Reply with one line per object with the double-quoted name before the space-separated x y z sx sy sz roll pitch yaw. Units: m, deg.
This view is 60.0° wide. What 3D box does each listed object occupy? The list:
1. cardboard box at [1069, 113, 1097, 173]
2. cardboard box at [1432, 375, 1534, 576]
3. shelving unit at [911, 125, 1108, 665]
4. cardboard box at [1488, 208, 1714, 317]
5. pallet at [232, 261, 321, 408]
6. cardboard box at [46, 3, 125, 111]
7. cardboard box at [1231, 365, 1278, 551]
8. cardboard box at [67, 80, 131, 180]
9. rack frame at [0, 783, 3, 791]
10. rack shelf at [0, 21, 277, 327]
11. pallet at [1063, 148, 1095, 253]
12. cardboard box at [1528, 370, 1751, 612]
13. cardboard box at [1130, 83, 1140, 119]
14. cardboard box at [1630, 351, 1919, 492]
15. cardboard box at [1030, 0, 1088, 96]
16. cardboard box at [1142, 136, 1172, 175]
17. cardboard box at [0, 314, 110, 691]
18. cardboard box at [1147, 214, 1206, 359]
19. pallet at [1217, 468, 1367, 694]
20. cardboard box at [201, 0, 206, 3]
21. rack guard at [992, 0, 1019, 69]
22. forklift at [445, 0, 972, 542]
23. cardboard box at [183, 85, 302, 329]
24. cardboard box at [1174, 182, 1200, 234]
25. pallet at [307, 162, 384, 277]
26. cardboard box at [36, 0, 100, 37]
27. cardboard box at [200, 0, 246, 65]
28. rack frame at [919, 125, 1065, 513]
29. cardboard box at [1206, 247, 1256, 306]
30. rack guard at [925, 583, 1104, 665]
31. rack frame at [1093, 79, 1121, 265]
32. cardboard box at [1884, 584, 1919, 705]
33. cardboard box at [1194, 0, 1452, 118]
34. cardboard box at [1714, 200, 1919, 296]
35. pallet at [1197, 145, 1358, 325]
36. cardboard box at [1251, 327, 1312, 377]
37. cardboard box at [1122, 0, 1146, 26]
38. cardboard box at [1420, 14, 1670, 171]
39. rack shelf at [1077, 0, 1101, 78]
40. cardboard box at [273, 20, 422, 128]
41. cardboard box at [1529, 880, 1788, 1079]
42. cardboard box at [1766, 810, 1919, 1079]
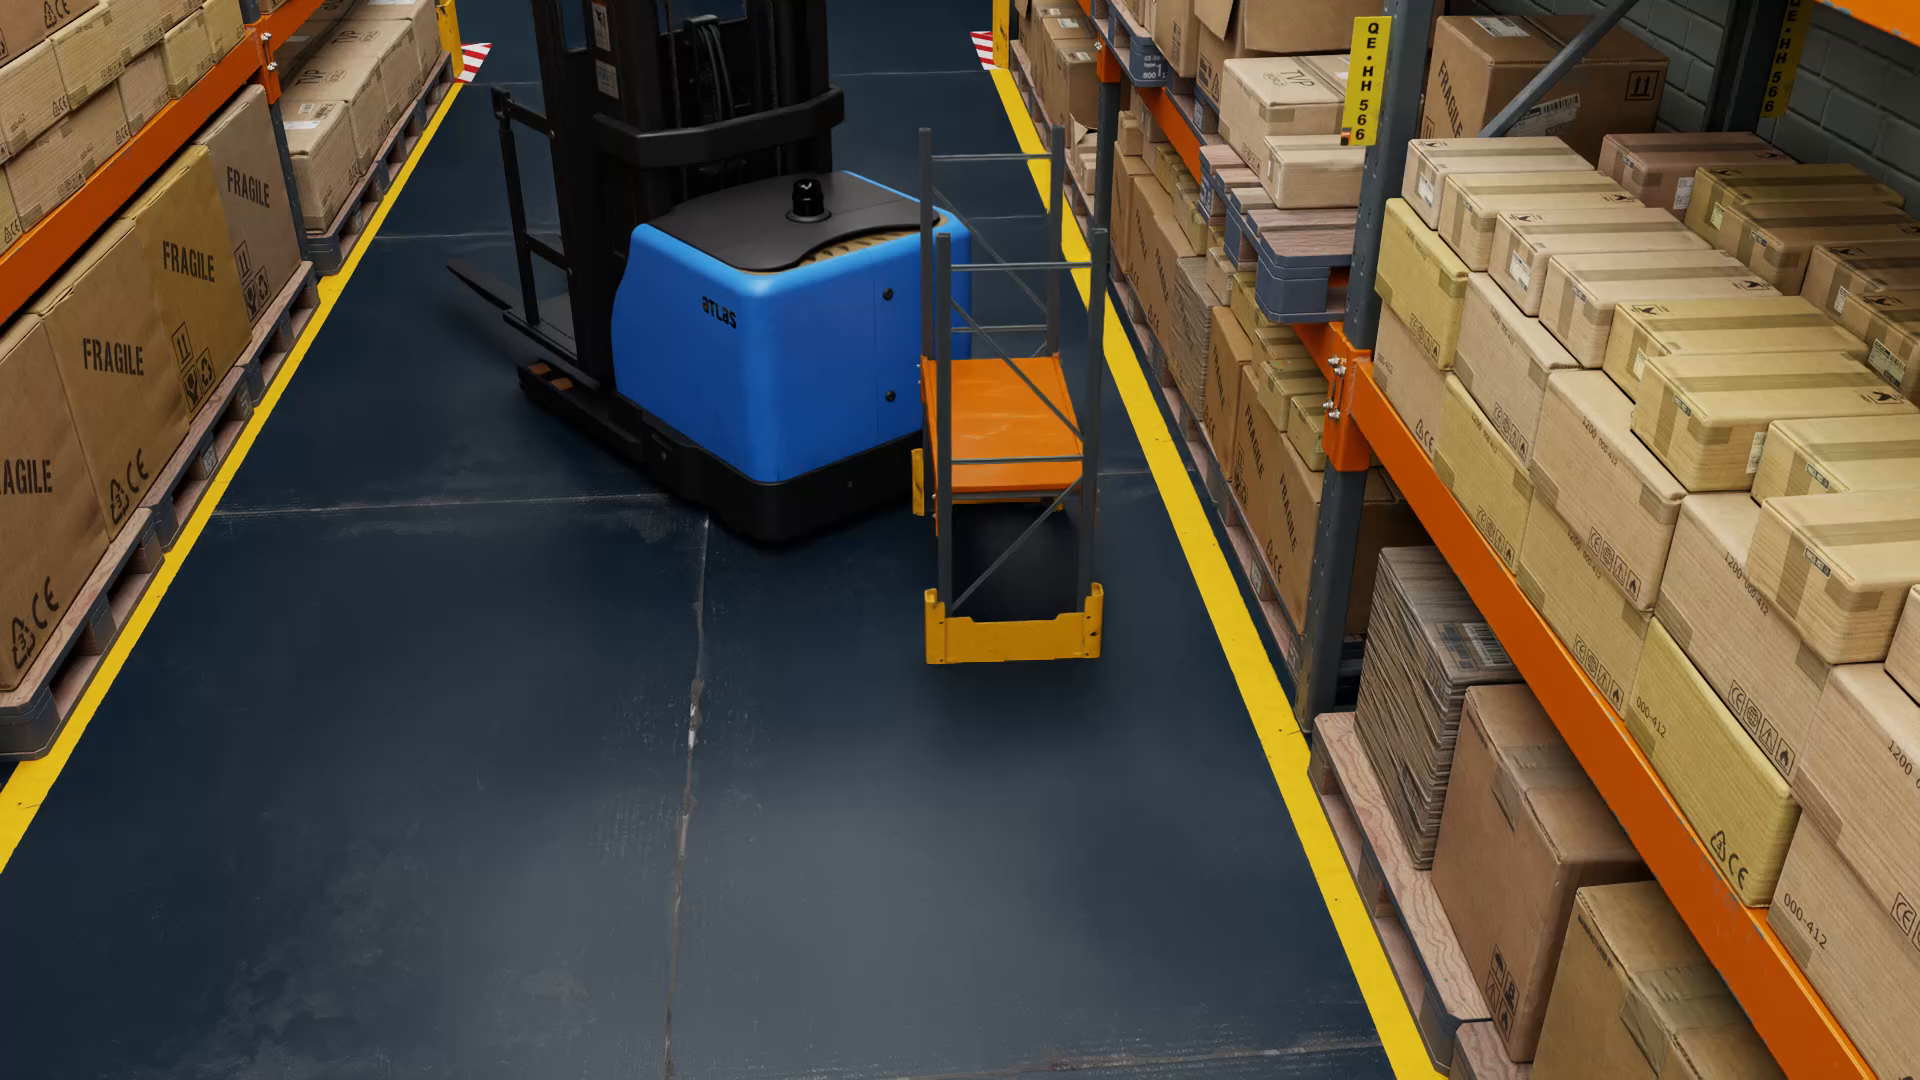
"cardboard box" 0.818 -2.229 9.313 0.396 0.266 0.258 -2 31 -3
"cardboard box" 1.410 -0.168 3.752 0.500 0.250 0.500 -3 31 -6
"shelving unit" 0.144 -0.511 5.644 0.587 1.500 1.083 -2 31 -3
"cardboard box" 1.382 -0.606 3.609 0.380 0.149 0.250 -2 31 -3
"pallet" -3.598 -0.942 7.622 1.003 0.211 1.213 -3 31 -5
"cardboard box" -3.289 -1.687 5.808 0.500 0.250 0.500 -2 31 -4
"cardboard box" 1.280 -0.296 5.848 0.500 0.500 0.500 -3 31 -5
"cardboard box" -3.325 -1.466 5.926 0.500 0.250 0.500 -3 31 -5
"rack frame" -3.372 -0.487 4.141 1.000 3.000 0.127 -3 31 -5
"rack shelf" -3.559 -1.200 6.035 1.077 0.370 4.000 -3 31 -5
"pallet" 1.133 -1.923 9.264 1.003 0.211 1.213 -3 31 -5
"cardboard box" 1.445 -0.115 3.177 0.500 0.250 0.500 -4 31 -6
"cardboard box" 1.025 -2.090 7.929 0.380 0.149 0.250 -3 31 -5
"cardboard box" 1.437 -0.213 2.952 0.380 0.149 0.250 -2 31 -4
"cardboard box" 0.826 -3.164 10.650 0.700 0.500 0.500 -2 31 -3
"cardboard box" 1.068 -1.821 7.770 0.380 0.149 0.250 -4 31 -6
"cardboard box" -3.354 -0.112 5.175 0.875 0.875 0.875 -3 31 -5
"cardboard box" 1.119 -1.092 7.182 0.500 0.500 0.500 -4 31 -6
"pallet" 1.538 0.087 5.899 1.003 0.211 1.213 -3 31 -5
"cardboard box" -3.462 -2.466 7.113 0.500 0.250 0.500 -3 31 -5
"rack guard" 0.829 -3.700 11.956 1.175 0.500 0.348 -3 31 -5
"forklift" -1.272 -1.935 6.631 1.130 2.935 3.031 -23 38 -34
"cardboard box" -3.608 -1.485 7.474 0.875 0.875 0.875 -2 31 -3
"cardboard box" 1.128 -1.422 7.102 0.380 0.149 0.250 -3 31 -5
"pallet" -3.739 -1.725 8.931 1.003 0.211 1.213 -3 31 -5
"cardboard box" -3.307 -1.999 5.598 0.500 0.500 0.500 -2 31 -4
"cardboard box" -3.453 -2.248 7.235 0.500 0.250 0.500 -3 31 -6
"rack frame" 0.109 -0.767 6.071 0.500 1.500 0.032 -2 31 -3
"cardboard box" 1.175 -1.031 6.447 0.380 0.149 0.250 -4 31 -7
"rack guard" 0.178 0.280 5.537 0.587 0.250 0.087 -2 31 -3
"rack frame" 1.196 -2.769 7.961 1.000 3.000 0.127 -3 31 -5
"cardboard box" 1.542 0.179 2.295 0.380 0.149 0.250 -2 31 -4
"cardboard box" 1.233 -1.776 5.789 0.797 0.503 0.637 -3 31 -6
"cardboard box" 1.901 -0.629 3.648 0.380 0.149 0.250 -3 31 -5
"pallet" 1.437 -0.988 5.165 1.213 0.211 1.003 -3 31 -5
"cardboard box" 1.234 -0.627 5.771 0.380 0.149 0.250 -4 31 -6
"cardboard box" 1.067 -2.471 6.954 0.700 0.500 0.500 -2 31 -4
"cardboard box" 1.677 -1.221 4.861 0.500 0.500 0.500 -1 31 -2
"rack shelf" 1.009 -3.482 9.855 1.077 0.370 4.000 -3 31 -5
"cardboard box" -3.864 -2.853 10.191 0.875 0.438 0.875 -2 31 -3
"cardboard box" 1.746 1.108 3.376 0.875 0.625 0.625 -4 31 -7
"cardboard box" 1.568 0.623 2.428 0.500 0.250 0.500 -3 31 -4
